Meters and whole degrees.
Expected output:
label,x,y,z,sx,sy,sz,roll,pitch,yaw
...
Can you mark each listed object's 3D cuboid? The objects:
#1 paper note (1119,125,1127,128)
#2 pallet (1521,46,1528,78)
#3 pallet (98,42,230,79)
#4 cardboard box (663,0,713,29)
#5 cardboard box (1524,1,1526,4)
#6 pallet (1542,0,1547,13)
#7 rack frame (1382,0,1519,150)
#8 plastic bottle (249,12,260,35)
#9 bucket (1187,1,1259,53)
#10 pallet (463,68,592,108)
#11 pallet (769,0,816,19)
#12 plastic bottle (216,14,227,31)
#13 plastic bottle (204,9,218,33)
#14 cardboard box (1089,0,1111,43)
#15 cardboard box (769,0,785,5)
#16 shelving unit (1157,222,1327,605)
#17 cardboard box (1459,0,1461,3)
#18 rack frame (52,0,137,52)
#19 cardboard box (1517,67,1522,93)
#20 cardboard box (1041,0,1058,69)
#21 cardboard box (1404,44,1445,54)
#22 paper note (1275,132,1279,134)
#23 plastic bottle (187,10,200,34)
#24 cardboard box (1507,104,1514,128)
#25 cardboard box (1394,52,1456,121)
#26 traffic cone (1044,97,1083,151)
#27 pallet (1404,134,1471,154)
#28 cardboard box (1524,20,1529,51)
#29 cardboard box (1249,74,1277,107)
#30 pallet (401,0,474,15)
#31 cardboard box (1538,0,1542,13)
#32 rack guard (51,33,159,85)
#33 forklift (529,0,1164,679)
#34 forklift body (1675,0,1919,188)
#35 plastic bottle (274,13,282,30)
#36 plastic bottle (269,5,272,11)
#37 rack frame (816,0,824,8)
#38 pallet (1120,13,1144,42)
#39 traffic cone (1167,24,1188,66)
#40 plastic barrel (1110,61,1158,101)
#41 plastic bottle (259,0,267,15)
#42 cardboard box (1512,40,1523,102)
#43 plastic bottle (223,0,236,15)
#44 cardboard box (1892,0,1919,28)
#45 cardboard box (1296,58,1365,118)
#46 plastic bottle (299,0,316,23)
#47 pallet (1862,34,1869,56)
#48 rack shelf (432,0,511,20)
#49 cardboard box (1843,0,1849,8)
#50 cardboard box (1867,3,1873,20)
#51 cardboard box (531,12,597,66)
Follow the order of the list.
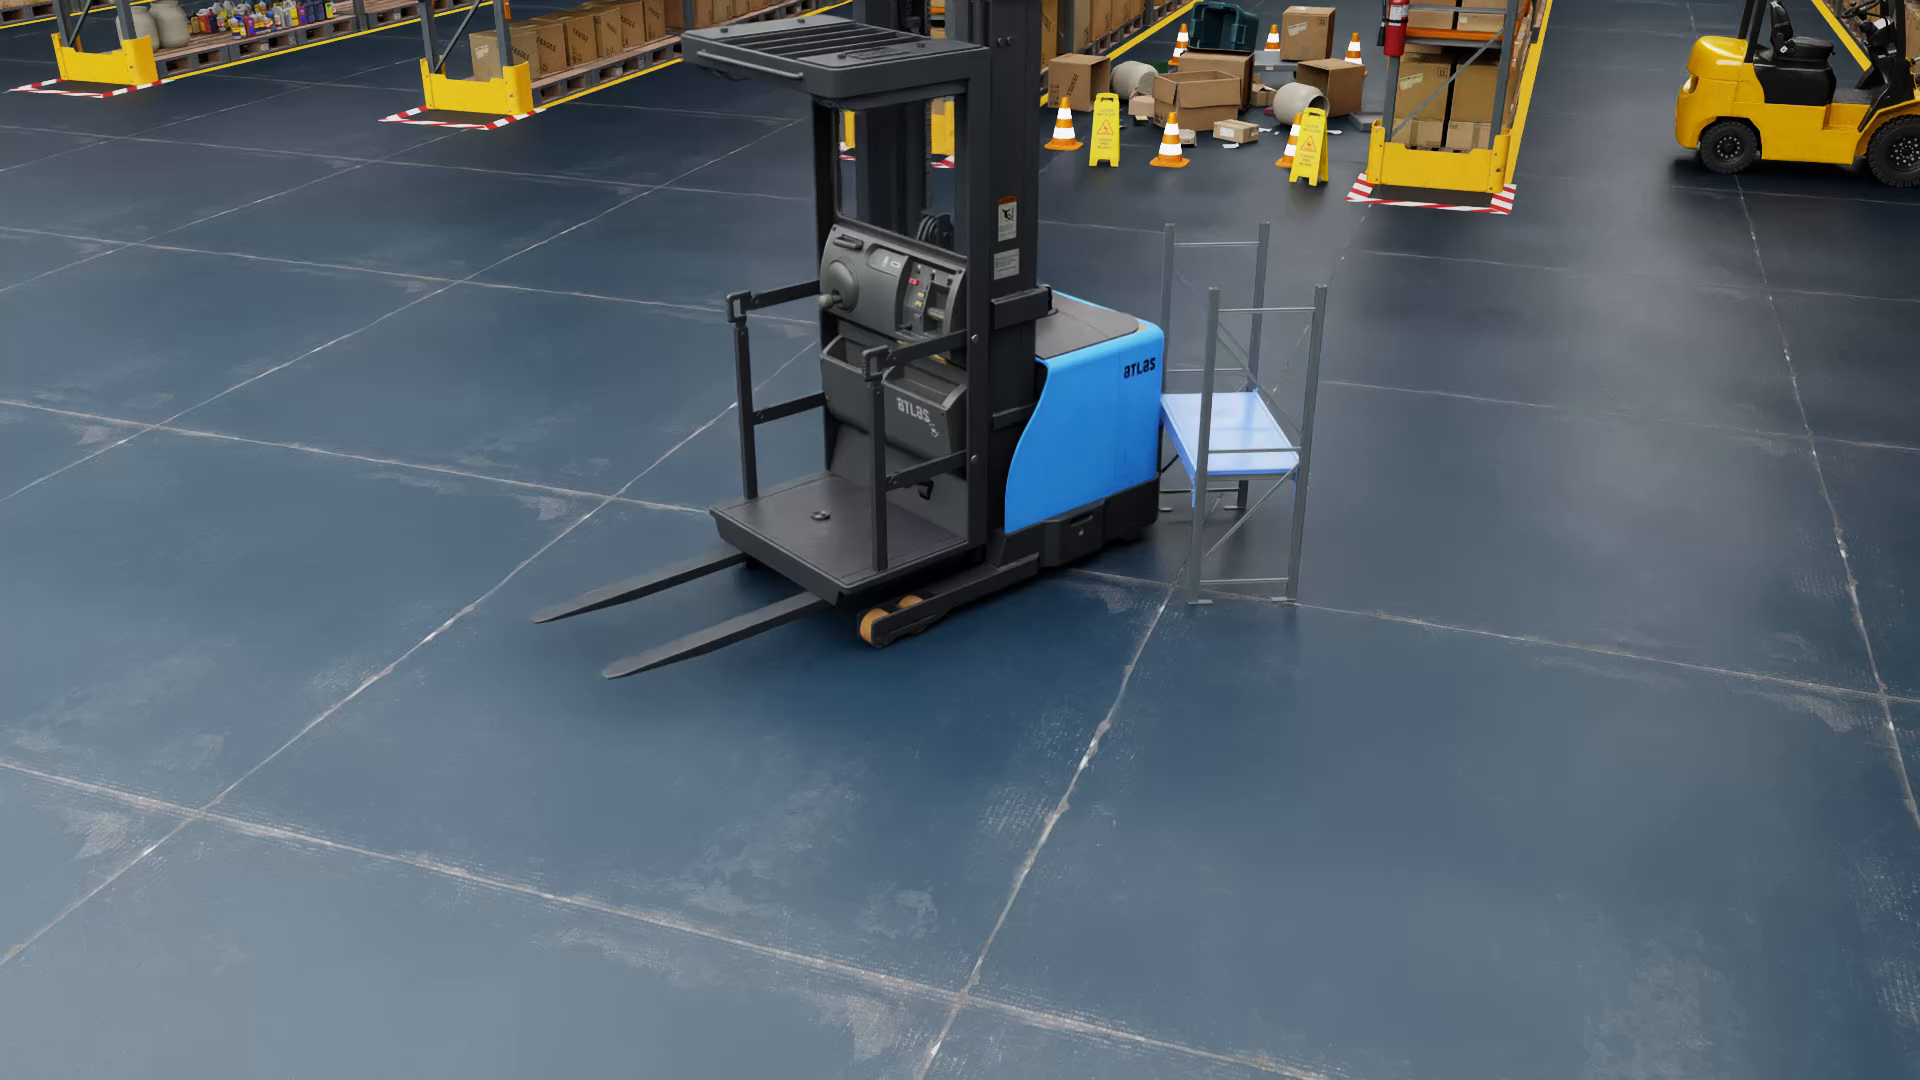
label,x,y,z,sx,sy,sz,roll,pitch,yaw
paper note,1.601,-4.205,16.902,0.144,0.017,0.142,20,32,35
pallet,6.187,-5.697,19.773,1.003,0.211,1.213,9,27,17
pallet,-9.566,-5.756,19.896,1.003,0.211,1.213,9,27,17
cardboard box,-3.596,-6.888,21.397,0.700,0.500,0.500,7,27,13
cardboard box,5.206,-5.209,15.856,0.380,0.149,0.250,9,27,18
pallet,8.001,-7.833,24.186,1.003,0.211,1.213,9,27,17
rack frame,4.194,-4.485,14.071,1.000,3.000,0.127,9,27,17
plastic bottle,-8.811,-6.451,20.757,0.097,0.271,0.097,0,26,0
bucket,2.952,-5.625,18.439,0.726,0.611,0.620,20,22,35
pallet,-4.822,-5.027,18.390,1.003,0.211,1.213,9,27,17
pallet,-2.751,-7.633,23.774,1.003,0.211,1.213,9,27,17
plastic bottle,-9.345,-6.543,21.028,0.097,0.201,0.097,0,26,0
plastic bottle,-9.414,-6.518,20.883,0.061,0.283,0.133,9,27,17
cardboard box,1.270,-6.645,20.633,1.050,0.750,0.750,9,27,17
cardboard box,-2.866,-7.774,23.228,0.700,0.500,0.500,6,27,13
shelving unit,1.263,-0.613,7.794,0.538,1.500,1.048,-2,26,-4
cardboard box,4.286,-5.132,14.951,0.500,0.500,0.500,9,27,18
rack frame,-9.822,-6.640,18.522,1.000,3.000,0.127,9,27,17
cardboard box,5.582,-4.798,17.391,0.500,0.250,0.500,10,28,20
cardboard box,0.548,-5.789,18.721,0.875,0.875,0.875,9,27,18
cardboard box,4.273,-4.593,15.363,0.380,0.149,0.250,10,27,19
paper note,3.175,-4.081,16.668,0.032,0.001,0.123,9,27,17
plastic bottle,-9.603,-6.485,20.813,0.061,0.283,0.133,9,27,19
cardboard box,4.900,-3.936,15.611,0.500,0.250,0.500,10,27,19
cardboard box,4.214,-4.141,15.173,0.500,0.500,0.500,9,27,18
traffic cone,1.008,-4.032,16.046,0.336,0.463,0.334,9,27,17
pallet,4.523,-3.590,15.422,1.003,0.211,1.213,9,27,17
cardboard box,6.163,-5.933,19.595,0.950,0.372,0.625,10,27,19
cardboard box,3.230,-4.874,18.013,0.258,0.266,0.396,-9,27,-18
pallet,-7.862,-7.860,24.242,1.003,0.211,1.213,9,27,17
cardboard box,7.465,-7.643,22.549,0.875,0.875,0.875,9,27,18
rack guard,-9.841,-5.553,19.146,1.175,0.500,0.348,9,27,17
forklift,-0.464,-1.107,7.174,3.031,2.935,1.130,-20,32,-36
forklift body,7.786,-4.428,14.928,2.313,2.155,1.214,9,27,17
plastic bottle,-8.676,-6.586,21.116,0.097,0.201,0.097,0,26,0
plastic bottle,-8.763,-6.690,21.238,0.061,0.283,0.133,9,27,17
rack frame,-2.489,-9.209,23.829,1.000,3.000,0.127,9,27,17
pallet,1.821,-6.881,22.219,1.003,0.211,1.213,9,27,17
traffic cone,2.694,-5.995,20.101,0.336,0.463,0.334,9,27,17
plastic barrel,1.892,-4.957,18.002,0.421,0.421,0.512,-14,29,-27
plastic bottle,-9.085,-6.905,21.696,0.097,0.271,0.097,0,26,0
cardboard box,5.075,-4.495,15.905,0.500,0.500,0.500,9,27,18
plastic bottle,-9.355,-6.766,21.317,0.144,0.351,0.185,9,27,17
cardboard box,11.317,-5.920,19.278,0.875,0.625,0.625,10,27,19
cardboard box,3.885,-4.762,17.508,0.500,0.500,0.500,-14,29,-27
plastic bottle,-8.497,-6.904,21.603,0.144,0.351,0.185,7,27,15
pallet,11.822,-6.100,20.607,1.003,0.211,1.213,9,27,17
rack shelf,-4.486,-6.420,18.893,1.077,0.370,4.000,9,27,17
cardboard box,12.496,-7.596,22.882,0.500,0.500,0.500,10,28,20
cardboard box,11.824,-6.743,21.120,0.500,0.500,0.500,10,28,20
cardboard box,-4.535,-5.745,19.060,0.500,0.500,0.500,11,28,22
